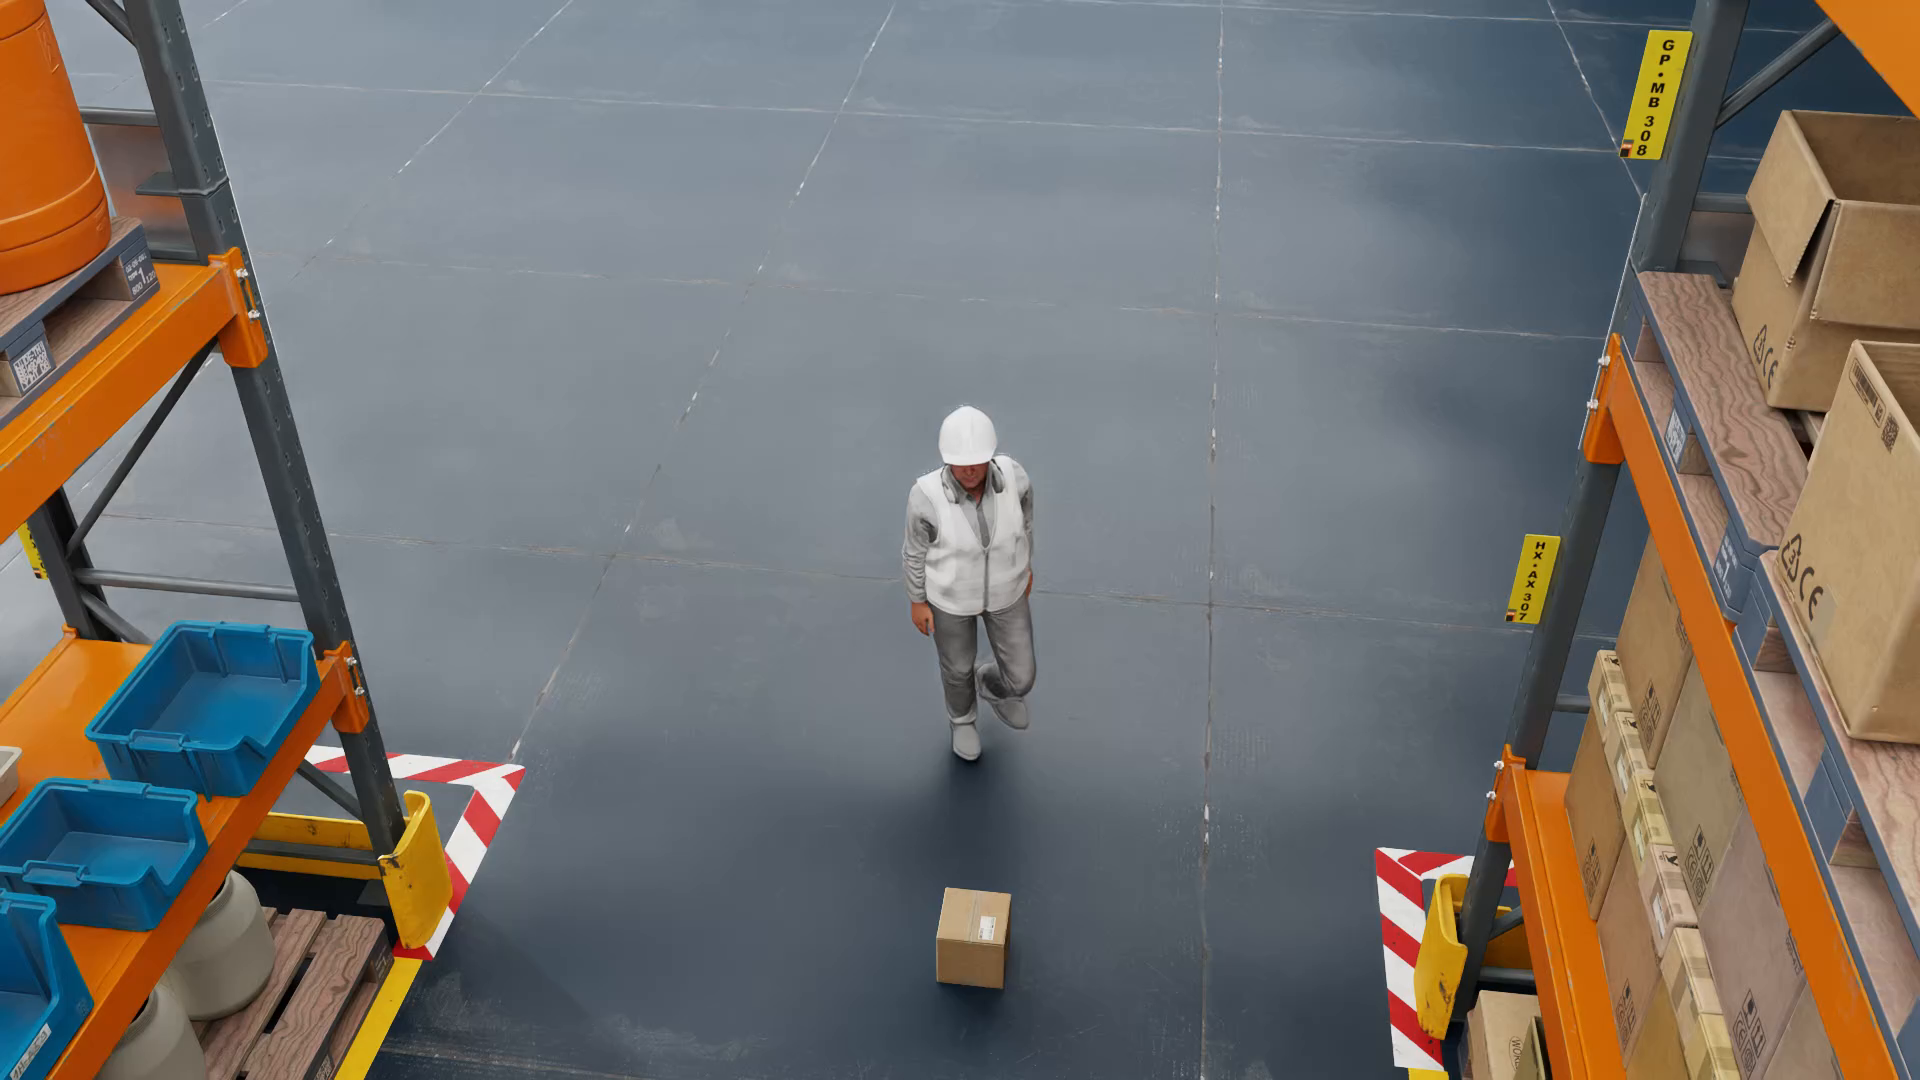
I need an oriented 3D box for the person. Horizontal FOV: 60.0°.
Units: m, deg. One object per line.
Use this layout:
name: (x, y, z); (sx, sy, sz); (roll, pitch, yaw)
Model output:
person: (0.047, 0.198, 6.721); (0.566, 1.762, 0.476); (-8, 37, -11)
